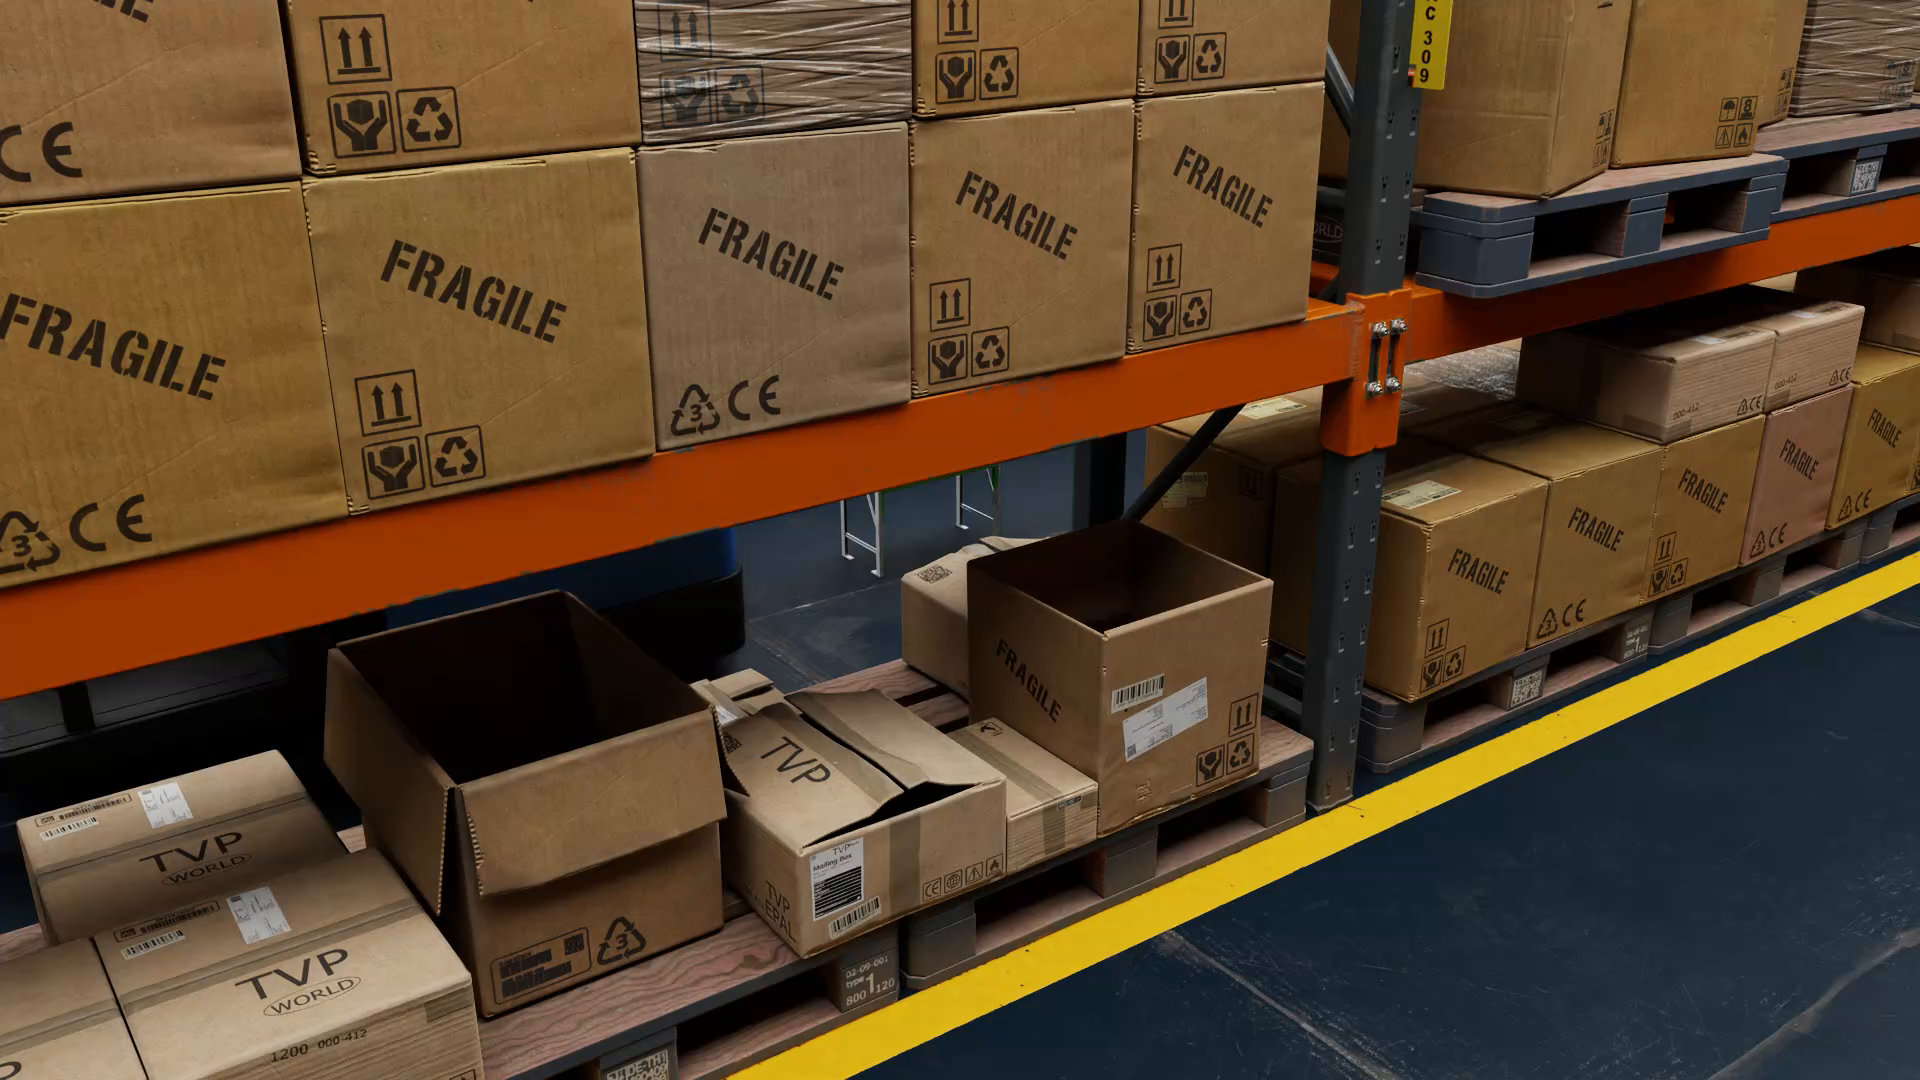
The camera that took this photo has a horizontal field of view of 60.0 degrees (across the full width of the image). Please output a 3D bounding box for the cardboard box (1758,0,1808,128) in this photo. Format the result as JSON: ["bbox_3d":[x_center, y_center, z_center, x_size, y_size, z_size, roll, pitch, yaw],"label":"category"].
[{"bbox_3d":[2.055,-1.508,4.927,0.700,0.500,0.500,17,27,36],"label":"cardboard box"}]

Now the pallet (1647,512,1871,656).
[{"bbox_3d":[2.286,-0.024,5.671,1.213,0.211,1.003,-15,26,-33],"label":"pallet"}]

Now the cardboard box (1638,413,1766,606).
[{"bbox_3d":[2.028,-0.165,5.043,0.500,0.500,0.500,-15,26,-32],"label":"cardboard box"}]

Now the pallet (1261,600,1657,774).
[{"bbox_3d":[1.295,0.242,5.006,1.213,0.211,1.003,-15,26,-33],"label":"pallet"}]

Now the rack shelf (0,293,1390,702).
[{"bbox_3d":[-0.966,-0.099,3.067,4.000,0.370,1.077,-15,26,-33],"label":"rack shelf"}]

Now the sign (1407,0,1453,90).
[{"bbox_3d":[0.980,-1.106,3.454,0.005,0.325,0.100,-15,26,-33],"label":"sign"}]

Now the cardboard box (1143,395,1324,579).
[{"bbox_3d":[0.890,-0.102,4.884,0.500,0.500,0.500,-15,26,-33],"label":"cardboard box"}]

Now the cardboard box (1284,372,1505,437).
[{"bbox_3d":[1.296,-0.207,5.146,0.500,0.500,0.500,-15,26,-33],"label":"cardboard box"}]

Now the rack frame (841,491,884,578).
[{"bbox_3d":[-0.332,-0.469,5.452,0.015,1.200,0.240,-15,26,-33],"label":"rack frame"}]

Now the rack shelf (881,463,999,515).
[{"bbox_3d":[-0.134,-0.239,5.697,0.480,0.148,0.258,-15,26,-33],"label":"rack shelf"}]

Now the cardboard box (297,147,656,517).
[{"bbox_3d":[-0.844,-0.392,2.696,0.500,0.500,0.500,-15,26,-32],"label":"cardboard box"}]

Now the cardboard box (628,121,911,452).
[{"bbox_3d":[-0.432,-0.503,2.975,0.500,0.500,0.500,-14,26,-32],"label":"cardboard box"}]

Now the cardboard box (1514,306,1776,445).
[{"bbox_3d":[2.004,-0.505,4.883,0.500,0.250,0.500,-15,26,-33],"label":"cardboard box"}]

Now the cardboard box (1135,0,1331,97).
[{"bbox_3d":[0.398,-1.189,3.346,0.500,0.500,0.500,-15,26,-33],"label":"cardboard box"}]

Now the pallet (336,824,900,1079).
[{"bbox_3d":[-0.892,0.843,3.498,1.213,0.211,1.003,-15,26,-33],"label":"pallet"}]

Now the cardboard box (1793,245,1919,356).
[{"bbox_3d":[3.239,-0.837,5.713,0.500,0.250,0.500,-14,26,-31],"label":"cardboard box"}]

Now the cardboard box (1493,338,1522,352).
[{"bbox_3d":[2.115,-0.426,5.696,0.500,0.500,0.500,-16,27,-35],"label":"cardboard box"}]

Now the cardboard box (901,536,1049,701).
[{"bbox_3d":[0.190,0.204,4.371,0.500,0.311,0.500,-15,26,-33],"label":"cardboard box"}]

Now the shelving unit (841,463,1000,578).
[{"bbox_3d":[-0.134,-0.521,5.584,0.503,1.200,0.258,-15,26,-33],"label":"shelving unit"}]

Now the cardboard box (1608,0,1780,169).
[{"bbox_3d":[1.693,-1.311,4.432,0.500,0.500,0.700,-10,24,-25],"label":"cardboard box"}]

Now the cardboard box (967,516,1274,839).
[{"bbox_3d":[0.360,0.299,3.878,0.500,0.500,0.500,-15,26,-33],"label":"cardboard box"}]

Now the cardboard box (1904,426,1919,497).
[{"bbox_3d":[3.282,-0.502,5.886,0.500,0.500,0.500,-14,26,-31],"label":"cardboard box"}]

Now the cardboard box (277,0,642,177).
[{"bbox_3d":[-0.835,-0.860,2.520,0.500,0.500,0.500,-15,26,-33],"label":"cardboard box"}]

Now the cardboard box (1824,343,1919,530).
[{"bbox_3d":[2.862,-0.390,5.606,0.500,0.500,0.500,-16,27,-35],"label":"cardboard box"}]

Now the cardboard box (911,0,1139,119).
[{"bbox_3d":[-0.017,-1.078,3.066,0.500,0.500,0.500,-16,27,-34],"label":"cardboard box"}]

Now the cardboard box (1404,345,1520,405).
[{"bbox_3d":[1.704,-0.315,5.418,0.500,0.500,0.500,-15,26,-32],"label":"cardboard box"}]

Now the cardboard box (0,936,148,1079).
[{"bbox_3d":[-1.577,0.932,2.630,0.500,0.250,0.500,-15,26,-33],"label":"cardboard box"}]

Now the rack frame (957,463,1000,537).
[{"bbox_3d":[0.064,-0.574,5.717,0.015,1.200,0.240,-15,26,-33],"label":"rack frame"}]

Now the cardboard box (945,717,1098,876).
[{"bbox_3d":[0.091,0.562,3.694,0.250,0.149,0.380,-15,26,-33],"label":"cardboard box"}]

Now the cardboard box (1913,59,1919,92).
[{"bbox_3d":[3.459,-1.803,5.666,0.700,0.500,0.500,14,26,32],"label":"cardboard box"}]

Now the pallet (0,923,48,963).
[{"bbox_3d":[-1.882,1.106,2.841,1.213,0.211,1.003,-15,26,-33],"label":"pallet"}]

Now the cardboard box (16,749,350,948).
[{"bbox_3d":[-1.504,0.684,3.251,0.500,0.250,0.500,-15,26,-33],"label":"cardboard box"}]

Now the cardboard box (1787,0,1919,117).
[{"bbox_3d":[2.605,-1.662,5.314,0.500,0.500,0.700,-10,24,-23],"label":"cardboard box"}]

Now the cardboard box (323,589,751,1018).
[{"bbox_3d":[-0.865,0.497,3.377,0.637,0.503,0.797,-15,26,-33],"label":"cardboard box"}]

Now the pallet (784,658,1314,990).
[{"bbox_3d":[0.099,0.578,4.164,1.213,0.211,1.003,-15,26,-33],"label":"pallet"}]

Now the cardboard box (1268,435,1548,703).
[{"bbox_3d":[1.192,0.059,4.479,0.500,0.500,0.500,-16,27,-35],"label":"cardboard box"}]

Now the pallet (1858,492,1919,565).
[{"bbox_3d":[3.276,-0.286,6.329,1.213,0.211,1.003,-15,26,-33],"label":"pallet"}]

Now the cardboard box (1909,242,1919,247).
[{"bbox_3d":[4.185,-1.098,6.986,0.500,0.311,0.500,-14,26,-31],"label":"cardboard box"}]

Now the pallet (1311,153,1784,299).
[{"bbox_3d":[1.369,-0.917,4.406,1.213,0.211,1.003,-15,26,-33],"label":"pallet"}]

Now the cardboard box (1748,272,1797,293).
[{"bbox_3d":[3.368,-0.762,6.539,0.500,0.500,0.500,-14,26,-31],"label":"cardboard box"}]

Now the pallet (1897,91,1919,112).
[{"bbox_3d":[3.395,-1.475,5.804,1.003,0.211,1.213,-15,26,-33],"label":"pallet"}]

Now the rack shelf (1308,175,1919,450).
[{"bbox_3d":[2.280,-0.965,5.237,4.000,0.370,1.077,-15,26,-33],"label":"rack shelf"}]

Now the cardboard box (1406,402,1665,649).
[{"bbox_3d":[1.618,-0.059,4.777,0.500,0.500,0.500,-14,26,-32],"label":"cardboard box"}]

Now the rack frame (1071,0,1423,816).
[{"bbox_3d":[0.657,-0.866,4.019,0.127,3.000,1.000,-15,26,-33],"label":"rack frame"}]

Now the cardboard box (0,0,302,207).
[{"bbox_3d":[-1.247,-0.750,2.244,0.500,0.500,0.500,-15,26,-32],"label":"cardboard box"}]

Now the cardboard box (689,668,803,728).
[{"bbox_3d":[-0.506,0.462,3.921,0.250,0.166,0.380,-15,26,-33],"label":"cardboard box"}]

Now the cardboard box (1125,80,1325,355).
[{"bbox_3d":[0.401,-0.727,3.536,0.500,0.500,0.500,-14,26,-32],"label":"cardboard box"}]

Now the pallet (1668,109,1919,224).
[{"bbox_3d":[2.328,-1.220,5.166,1.213,0.211,1.003,-15,26,-33],"label":"pallet"}]

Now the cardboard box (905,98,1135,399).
[{"bbox_3d":[-0.017,-0.615,3.255,0.500,0.500,0.500,-14,26,-31],"label":"cardboard box"}]

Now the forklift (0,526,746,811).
[{"bbox_3d":[-2.119,-0.799,3.945,3.031,2.935,1.130,-16,27,-34],"label":"forklift"}]

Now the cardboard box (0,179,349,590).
[{"bbox_3d":[-1.251,-0.284,2.427,0.500,0.500,0.500,-15,26,-33],"label":"cardboard box"}]

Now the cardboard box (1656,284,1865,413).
[{"bbox_3d":[2.411,-0.614,5.155,0.500,0.250,0.500,-16,26,-34],"label":"cardboard box"}]

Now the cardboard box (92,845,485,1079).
[{"bbox_3d":[-1.171,0.824,2.901,0.500,0.250,0.500,-15,26,-33],"label":"cardboard box"}]

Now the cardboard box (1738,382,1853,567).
[{"bbox_3d":[2.439,-0.275,5.316,0.500,0.500,0.500,-16,27,-35],"label":"cardboard box"}]

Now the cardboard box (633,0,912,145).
[{"bbox_3d":[-0.426,-0.969,2.793,0.500,0.500,0.500,-15,26,-32],"label":"cardboard box"}]

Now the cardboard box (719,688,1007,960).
[{"bbox_3d":[-0.249,0.550,3.506,0.500,0.311,0.500,-15,26,-33],"label":"cardboard box"}]

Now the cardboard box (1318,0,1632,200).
[{"bbox_3d":[1.172,-1.143,4.011,0.700,0.500,0.500,14,26,32],"label":"cardboard box"}]
